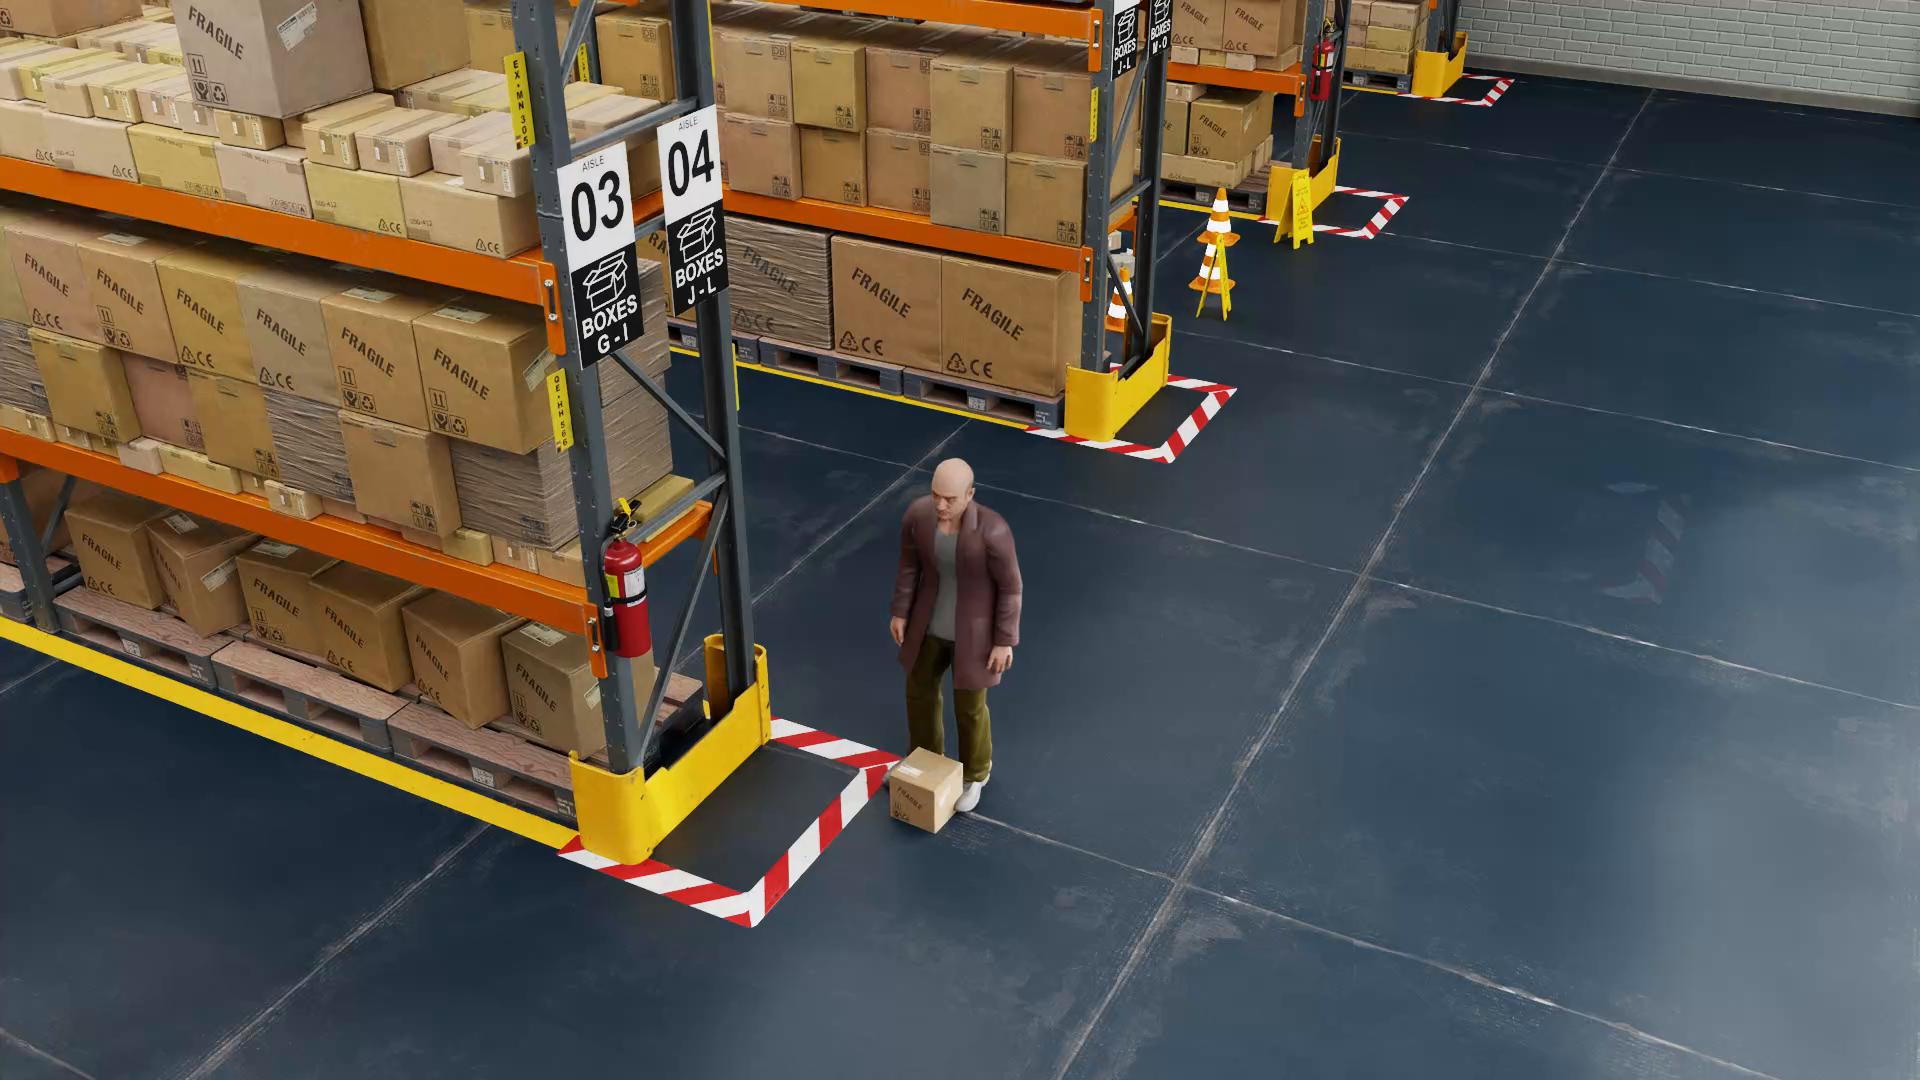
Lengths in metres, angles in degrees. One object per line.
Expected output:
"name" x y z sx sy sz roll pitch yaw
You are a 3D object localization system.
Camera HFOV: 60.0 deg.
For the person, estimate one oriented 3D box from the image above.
"person" -0.035 0.408 7.596 0.656 1.774 0.416 16 33 26
